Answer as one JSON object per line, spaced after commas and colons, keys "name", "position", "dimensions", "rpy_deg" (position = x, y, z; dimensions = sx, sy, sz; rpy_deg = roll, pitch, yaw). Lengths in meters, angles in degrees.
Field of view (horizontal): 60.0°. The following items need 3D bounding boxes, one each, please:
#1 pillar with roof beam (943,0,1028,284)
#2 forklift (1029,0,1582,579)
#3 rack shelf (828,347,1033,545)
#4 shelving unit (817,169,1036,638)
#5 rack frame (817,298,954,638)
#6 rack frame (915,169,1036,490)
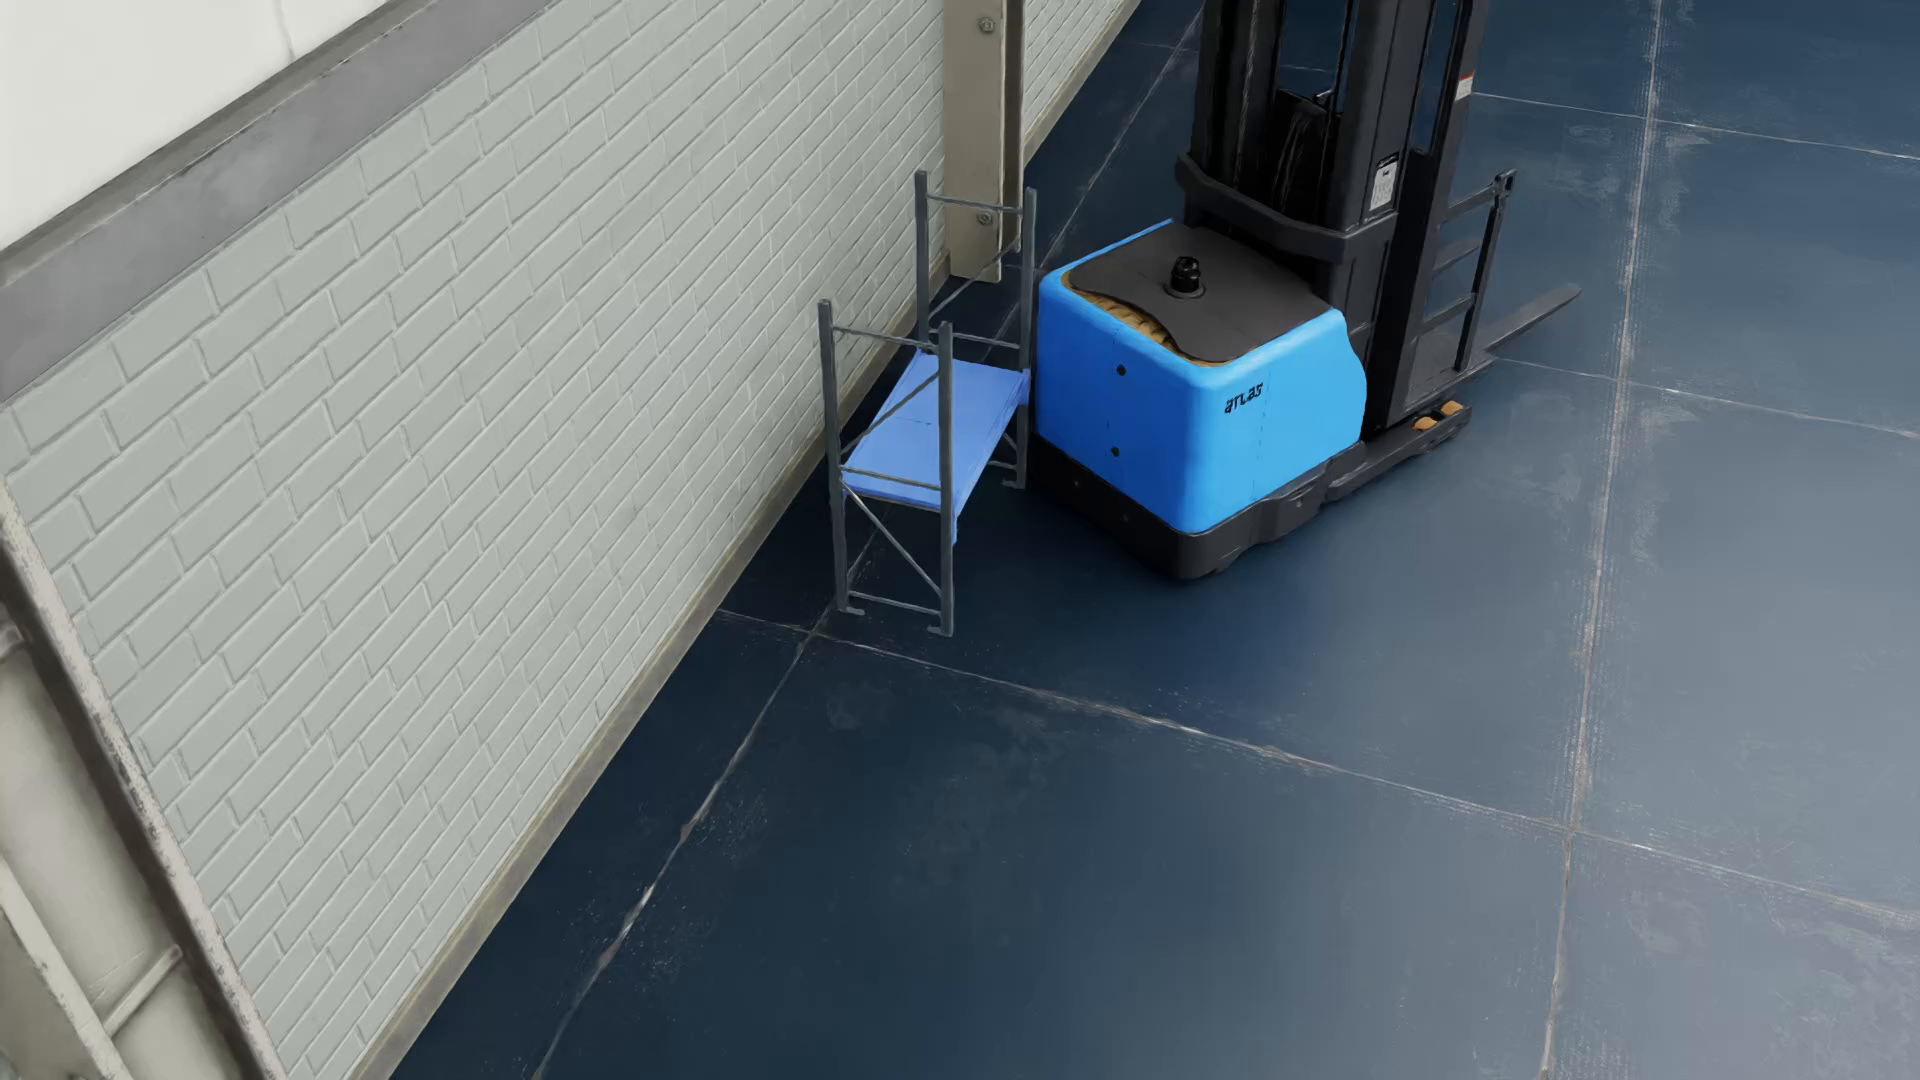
{"name": "pillar with roof beam", "position": [4.170, -3.986, 4.989], "dimensions": [9.100, 9.000, 0.400], "rpy_deg": [13, 42, 15]}
{"name": "forklift", "position": [1.768, -1.757, 7.051], "dimensions": [3.031, 2.935, 1.130], "rpy_deg": [-28, 48, -29]}
{"name": "rack shelf", "position": [-0.104, -0.409, 6.851], "dimensions": [0.538, 0.185, 1.000], "rpy_deg": [12, 42, 14]}
{"name": "shelving unit", "position": [-0.104, -0.546, 6.735], "dimensions": [0.538, 1.500, 1.048], "rpy_deg": [12, 42, 14]}
{"name": "rack frame", "position": [-0.268, -0.234, 6.369], "dimensions": [0.500, 1.500, 0.032], "rpy_deg": [12, 42, 14]}
{"name": "rack frame", "position": [0.060, -0.859, 7.101], "dimensions": [0.500, 1.500, 0.032], "rpy_deg": [12, 42, 14]}
